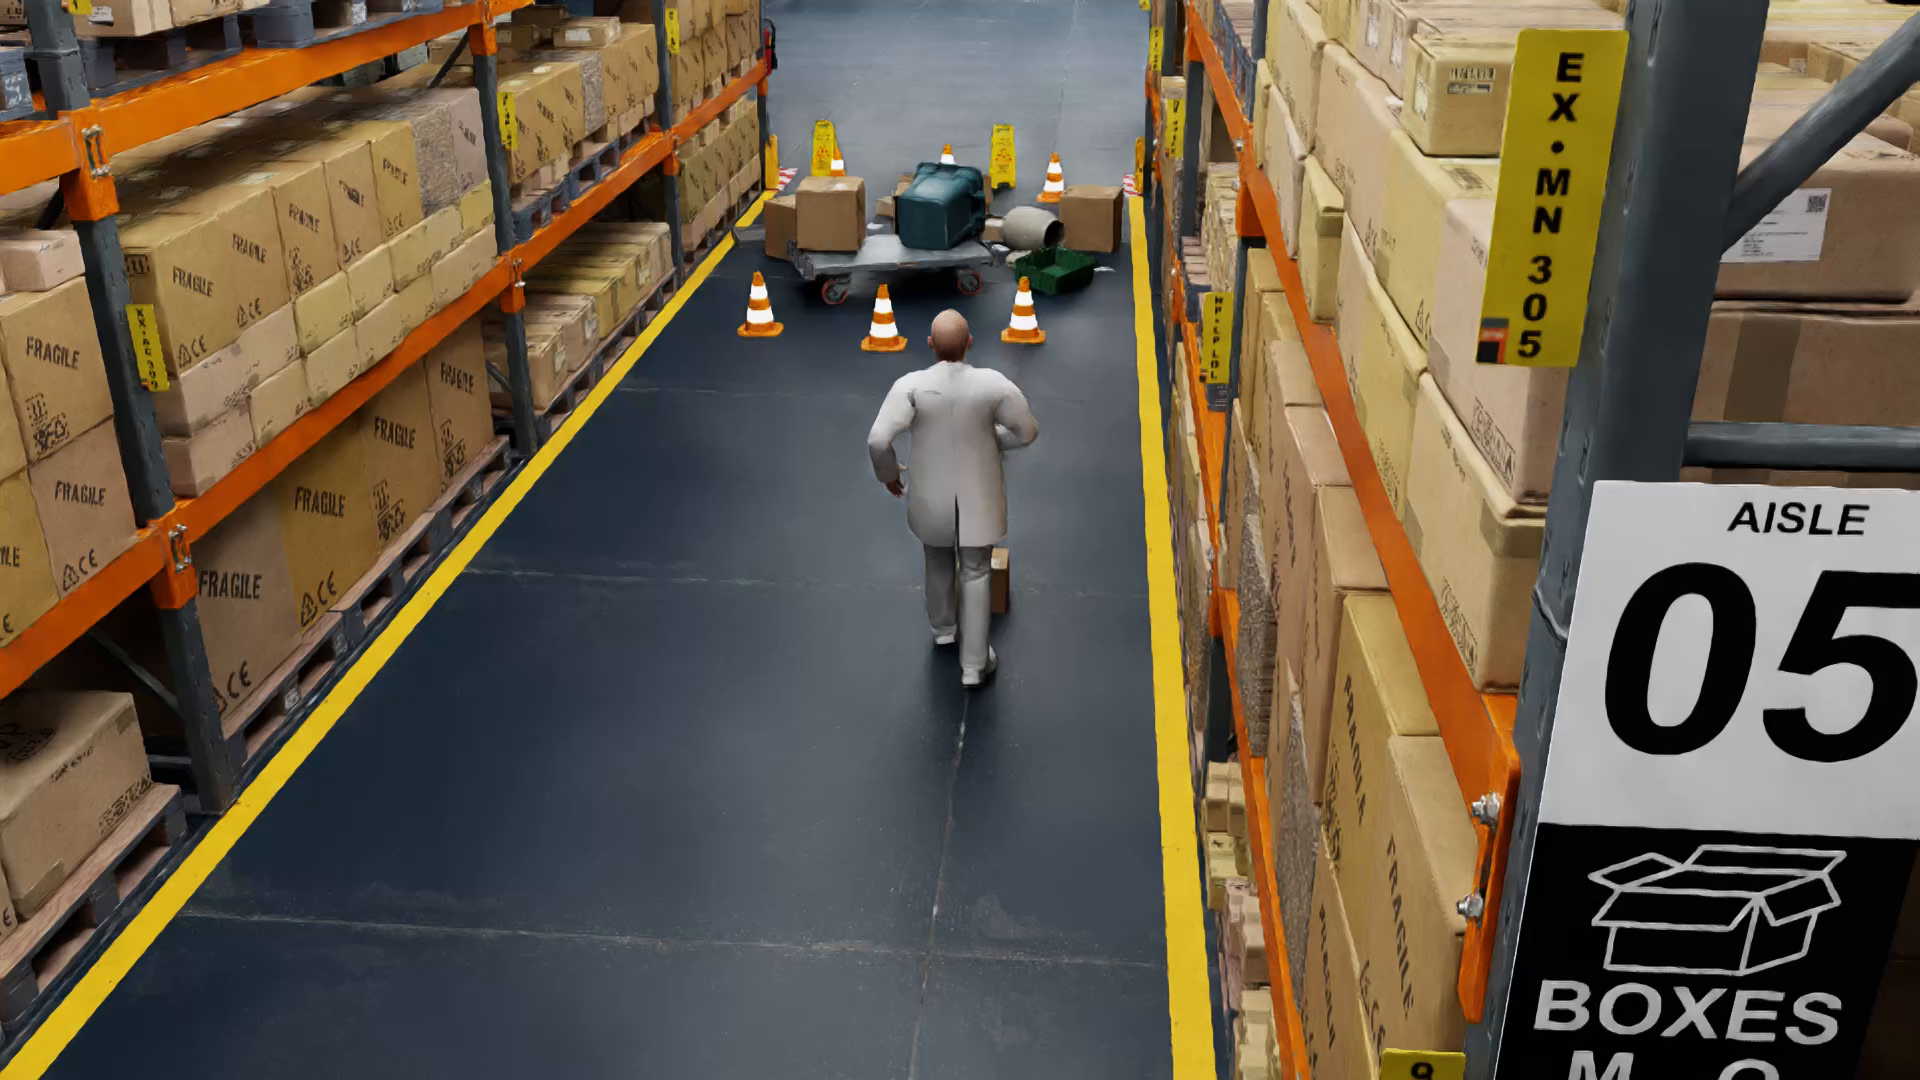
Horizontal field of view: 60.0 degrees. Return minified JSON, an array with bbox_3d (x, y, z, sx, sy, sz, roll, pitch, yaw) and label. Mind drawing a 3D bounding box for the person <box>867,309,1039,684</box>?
[{"bbox_3d":[-0.025,-0.249,7.691,0.755,1.790,0.768,0,24,0],"label":"person"}]
